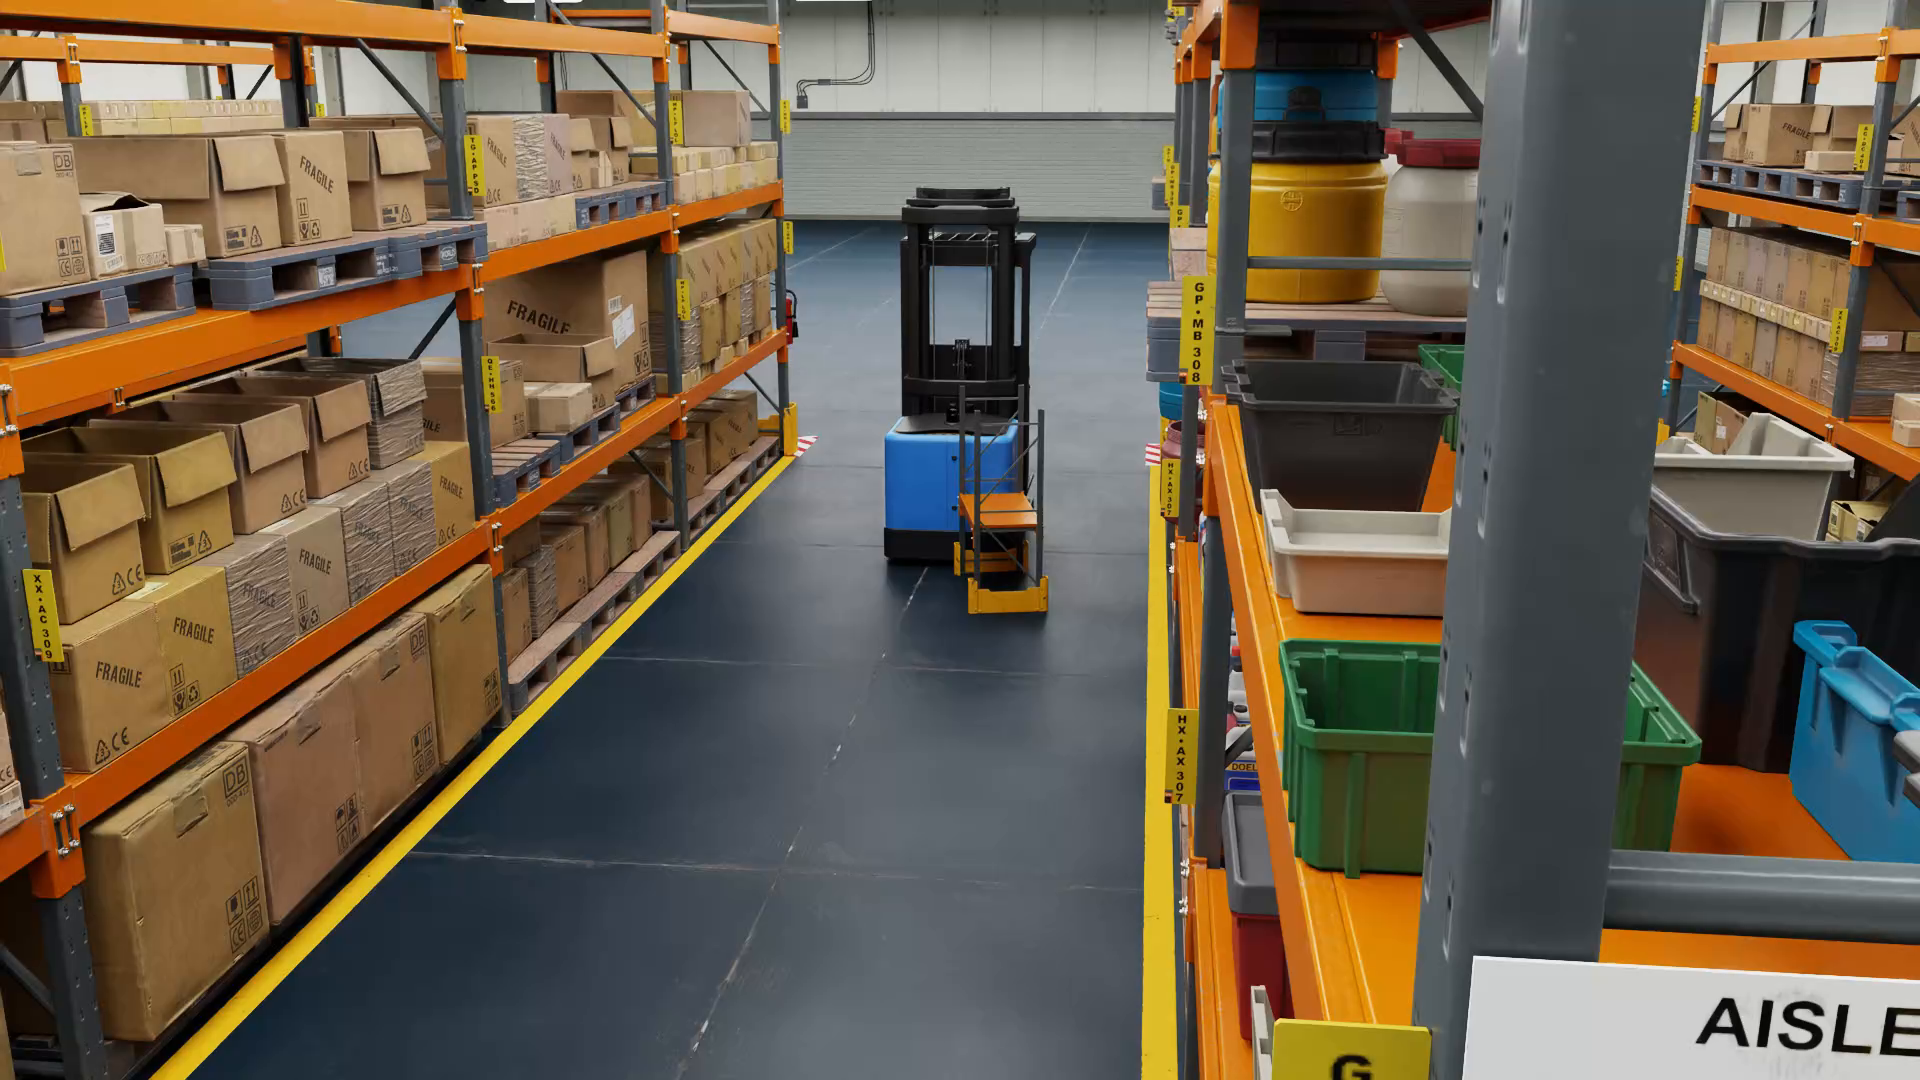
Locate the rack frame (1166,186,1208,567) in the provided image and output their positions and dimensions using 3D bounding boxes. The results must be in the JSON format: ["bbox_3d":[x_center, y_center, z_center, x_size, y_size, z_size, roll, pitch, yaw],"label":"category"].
[{"bbox_3d":[2.158,-1.231,12.967,1.000,3.000,0.127,2,15,6],"label":"rack frame"}]

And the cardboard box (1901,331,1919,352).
[{"bbox_3d":[7.302,-1.509,12.563,0.380,0.149,0.250,2,15,6],"label":"cardboard box"}]

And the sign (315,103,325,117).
[{"bbox_3d":[-6.691,-4.404,17.411,0.100,0.325,0.005,2,15,6],"label":"sign"}]

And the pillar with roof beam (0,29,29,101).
[{"bbox_3d":[-12.434,-8.579,28.648,9.100,9.000,0.400,2,15,6],"label":"pillar with roof beam"}]

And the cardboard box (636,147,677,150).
[{"bbox_3d":[-2.752,-3.447,14.939,0.380,0.149,0.250,1,15,4],"label":"cardboard box"}]

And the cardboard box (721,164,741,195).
[{"bbox_3d":[-2.285,-3.264,15.028,0.500,0.250,0.500,1,15,5],"label":"cardboard box"}]

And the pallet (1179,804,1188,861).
[{"bbox_3d":[1.659,1.359,8.733,1.003,0.211,1.213,2,15,6],"label":"pallet"}]

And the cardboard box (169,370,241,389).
[{"bbox_3d":[-7.442,-1.121,15.827,0.875,0.875,0.875,2,15,7],"label":"cardboard box"}]

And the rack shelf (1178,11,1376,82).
[{"bbox_3d":[1.932,-3.068,10.412,1.077,0.370,4.000,2,15,6],"label":"rack shelf"}]

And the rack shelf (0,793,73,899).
[{"bbox_3d":[-3.892,1.564,4.009,1.077,0.370,4.000,2,15,6],"label":"rack shelf"}]

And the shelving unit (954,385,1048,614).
[{"bbox_3d":[0.299,-0.332,12.518,0.587,1.500,1.083,-2,15,-6],"label":"shelving unit"}]

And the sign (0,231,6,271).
[{"bbox_3d":[-3.115,-1.022,5.305,0.100,0.325,0.005,2,15,6],"label":"sign"}]

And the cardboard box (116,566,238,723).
[{"bbox_3d":[-3.310,0.408,6.716,0.500,0.500,0.500,2,15,6],"label":"cardboard box"}]

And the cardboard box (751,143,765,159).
[{"bbox_3d":[-2.101,-3.763,16.107,0.380,0.149,0.250,1,15,4],"label":"cardboard box"}]

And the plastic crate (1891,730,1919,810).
[{"bbox_3d":[1.124,0.405,1.421,0.497,0.269,0.590,2,15,6],"label":"plastic crate"}]

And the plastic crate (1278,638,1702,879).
[{"bbox_3d":[0.631,0.272,2.070,0.450,0.188,0.336,2,15,6],"label":"plastic crate"}]

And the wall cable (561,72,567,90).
[{"bbox_3d":[-13.034,-12.600,49.469,3.097,2.526,0.112,2,15,6],"label":"wall cable"}]

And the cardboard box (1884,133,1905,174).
[{"bbox_3d":[7.459,-3.022,12.943,0.500,0.311,0.500,1,15,3],"label":"cardboard box"}]

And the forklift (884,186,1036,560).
[{"bbox_3d":[0.074,-1.578,14.383,1.130,2.935,3.031,2,15,7],"label":"forklift"}]

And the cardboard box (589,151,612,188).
[{"bbox_3d":[-2.770,-2.716,12.165,0.396,0.266,0.258,2,15,8],"label":"cardboard box"}]

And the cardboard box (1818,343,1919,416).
[{"bbox_3d":[7.123,-1.247,12.837,0.700,0.500,0.500,1,15,5],"label":"cardboard box"}]

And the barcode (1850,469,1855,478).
[{"bbox_3d":[6.637,-0.499,12.368,0.001,0.075,0.075,2,15,6],"label":"barcode"}]

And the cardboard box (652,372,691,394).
[{"bbox_3d":[-2.440,-1.302,13.713,0.380,0.149,0.250,2,15,6],"label":"cardboard box"}]

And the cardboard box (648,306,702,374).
[{"bbox_3d":[-2.651,-1.683,13.879,0.875,0.500,0.500,2,15,6],"label":"cardboard box"}]

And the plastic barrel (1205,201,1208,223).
[{"bbox_3d":[1.618,-1.911,10.002,0.301,0.262,0.301,0,15,0],"label":"plastic barrel"}]

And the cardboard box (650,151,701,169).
[{"bbox_3d":[-2.422,-3.226,14.122,0.380,0.149,0.250,2,15,8],"label":"cardboard box"}]

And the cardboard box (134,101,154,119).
[{"bbox_3d":[-7.245,-3.728,14.413,0.380,0.149,0.250,2,15,6],"label":"cardboard box"}]

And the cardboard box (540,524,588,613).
[{"bbox_3d":[-3.052,0.189,11.661,0.700,0.500,0.500,3,15,11],"label":"cardboard box"}]

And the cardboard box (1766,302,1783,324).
[{"bbox_3d":[7.069,-1.920,14.083,0.380,0.149,0.250,2,15,8],"label":"cardboard box"}]

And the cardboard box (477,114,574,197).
[{"bbox_3d":[-2.796,-2.453,10.592,0.500,0.500,0.500,1,15,5],"label":"cardboard box"}]

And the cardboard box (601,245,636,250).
[{"bbox_3d":[-2.986,-2.176,13.786,0.500,0.500,0.500,2,15,6],"label":"cardboard box"}]

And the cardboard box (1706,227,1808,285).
[{"bbox_3d":[7.459,-2.661,15.581,0.700,0.500,0.500,2,15,6],"label":"cardboard box"}]

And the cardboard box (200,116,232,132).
[{"bbox_3d":[-7.179,-3.831,15.557,0.500,0.250,0.500,2,15,7],"label":"cardboard box"}]

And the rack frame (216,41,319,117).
[{"bbox_3d":[-7.229,-5.482,17.197,1.000,3.000,0.127,2,15,6],"label":"rack frame"}]

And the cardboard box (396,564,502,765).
[{"bbox_3d":[-3.313,0.662,9.233,1.225,0.875,0.875,1,15,4],"label":"cardboard box"}]

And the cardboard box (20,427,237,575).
[{"bbox_3d":[-3.513,-0.178,6.960,0.797,0.503,0.637,2,15,7],"label":"cardboard box"}]

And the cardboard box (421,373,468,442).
[{"bbox_3d":[-3.194,-0.731,10.124,0.500,0.500,0.500,0,15,-1],"label":"cardboard box"}]

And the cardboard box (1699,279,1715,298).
[{"bbox_3d":[7.272,-2.387,15.810,0.380,0.149,0.250,2,15,6],"label":"cardboard box"}]

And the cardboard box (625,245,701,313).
[{"bbox_3d":[-2.460,-2.160,13.728,0.500,0.500,0.500,2,15,6],"label":"cardboard box"}]

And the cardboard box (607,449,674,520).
[{"bbox_3d":[-2.679,-0.475,14.157,0.500,0.500,0.500,1,15,5],"label":"cardboard box"}]

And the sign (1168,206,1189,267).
[{"bbox_3d":[1.159,-1.605,8.805,0.100,0.325,0.005,2,15,6],"label":"sign"}]

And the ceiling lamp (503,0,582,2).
[{"bbox_3d":[-10.397,-15.050,41.396,2.000,3.185,0.800,2,15,6],"label":"ceiling lamp"}]

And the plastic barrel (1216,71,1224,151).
[{"bbox_3d":[2.376,-3.378,13.398,0.600,0.901,0.708,2,15,6],"label":"plastic barrel"}]

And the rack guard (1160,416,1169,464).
[{"bbox_3d":[2.647,-1.040,17.052,1.175,0.500,0.348,2,15,6],"label":"rack guard"}]

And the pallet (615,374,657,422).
[{"bbox_3d":[-2.994,-1.090,12.814,1.003,0.211,1.213,2,15,6],"label":"pallet"}]

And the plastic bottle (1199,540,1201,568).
[{"bbox_3d":[1.285,0.060,8.575,0.097,0.201,0.097,0,15,0],"label":"plastic bottle"}]

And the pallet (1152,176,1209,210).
[{"bbox_3d":[2.142,-2.778,13.303,1.213,0.211,1.003,2,15,6],"label":"pallet"}]

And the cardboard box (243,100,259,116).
[{"bbox_3d":[-7.046,-4.188,16.116,0.380,0.149,0.250,2,15,6],"label":"cardboard box"}]

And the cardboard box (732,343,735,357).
[{"bbox_3d":[-2.301,-1.758,15.398,0.380,0.149,0.250,2,15,6],"label":"cardboard box"}]

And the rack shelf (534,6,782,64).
[{"bbox_3d":[-2.538,-4.442,14.736,1.077,0.370,4.000,2,15,6],"label":"rack shelf"}]

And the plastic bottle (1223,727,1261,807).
[{"bbox_3d":[0.978,0.792,5.723,0.152,0.276,0.135,2,15,6],"label":"plastic bottle"}]

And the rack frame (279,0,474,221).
[{"bbox_3d":[-3.215,-3.235,8.887,1.000,3.000,0.127,2,15,6],"label":"rack frame"}]

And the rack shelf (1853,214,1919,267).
[{"bbox_3d":[6.853,-1.666,10.208,1.077,0.370,4.000,2,15,6],"label":"rack shelf"}]

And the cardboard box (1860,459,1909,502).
[{"bbox_3d":[7.443,-0.432,13.041,0.500,0.500,0.500,2,15,6],"label":"cardboard box"}]

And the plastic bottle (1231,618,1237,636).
[{"bbox_3d":[1.118,0.472,6.909,0.152,0.276,0.135,2,15,6],"label":"plastic bottle"}]

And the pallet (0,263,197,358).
[{"bbox_3d":[-3.612,-0.897,6.351,0.805,0.209,1.217,1,15,4],"label":"pallet"}]
